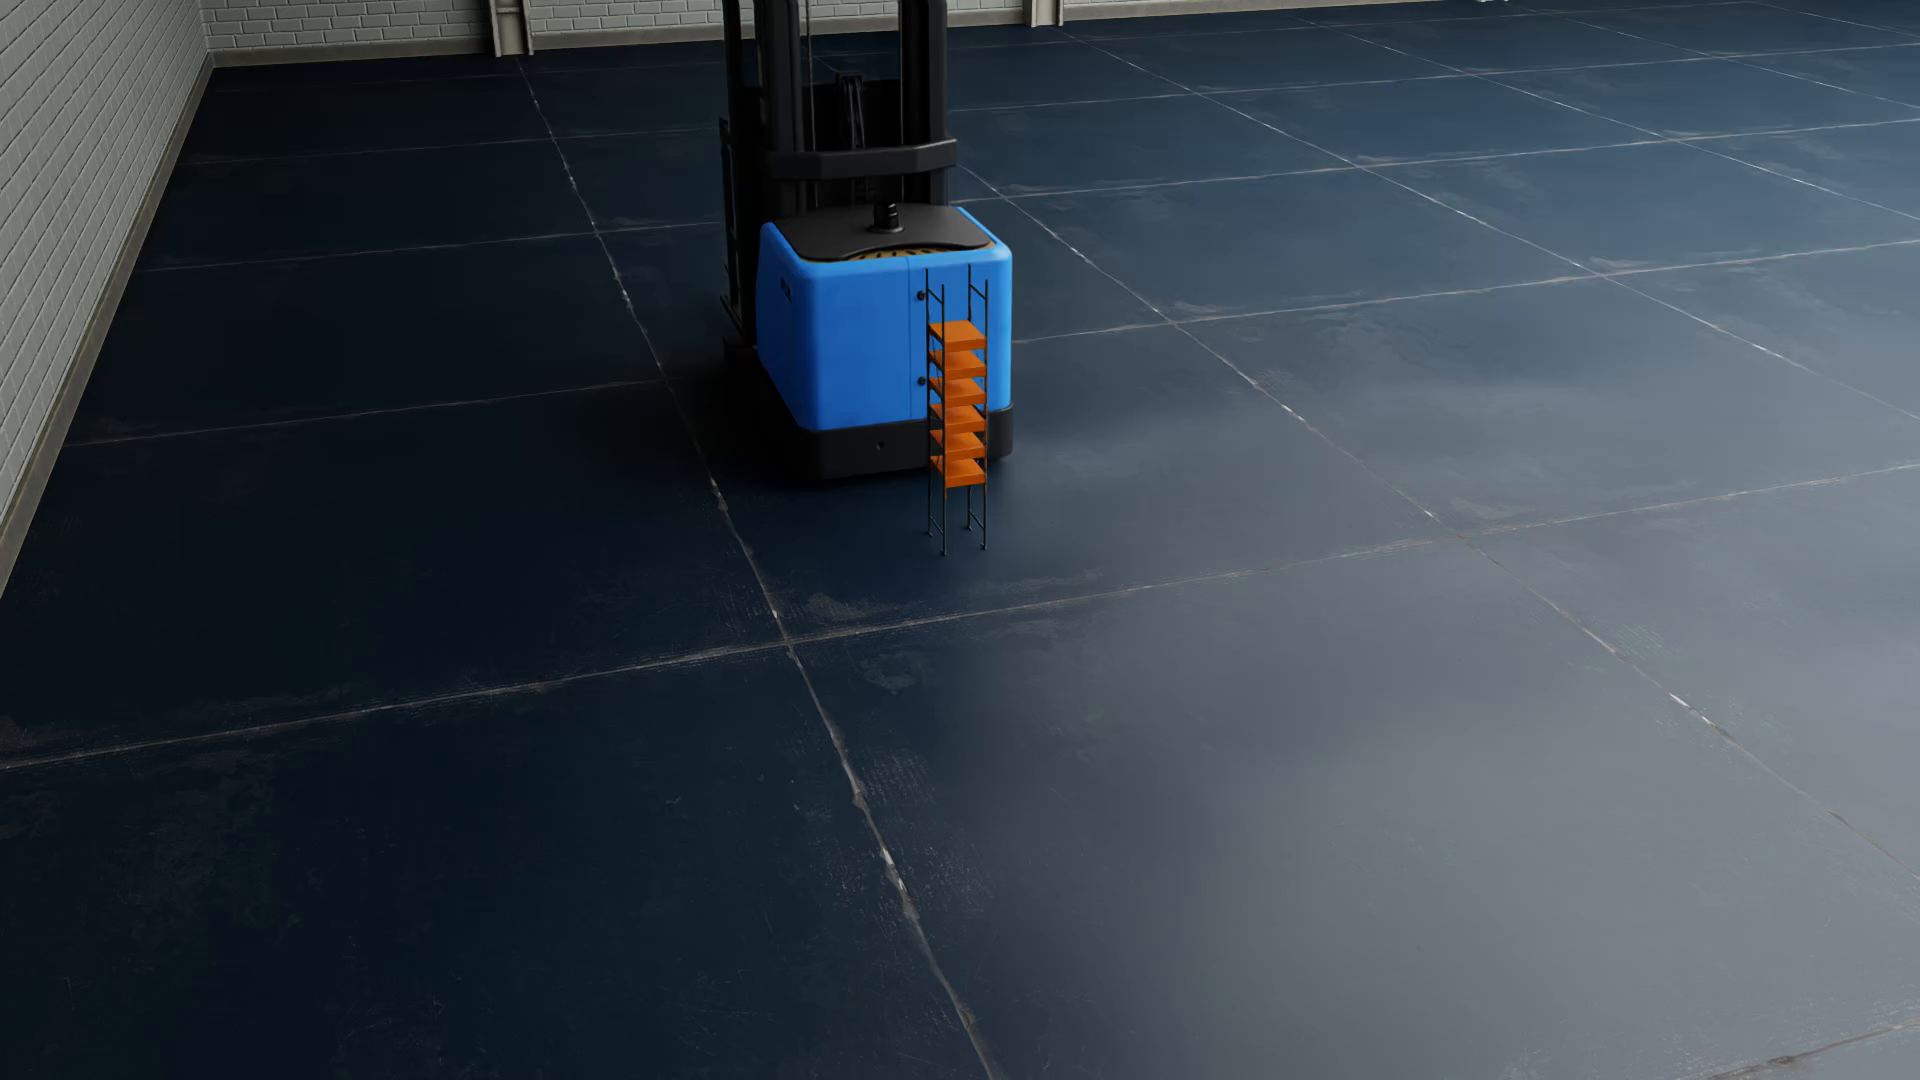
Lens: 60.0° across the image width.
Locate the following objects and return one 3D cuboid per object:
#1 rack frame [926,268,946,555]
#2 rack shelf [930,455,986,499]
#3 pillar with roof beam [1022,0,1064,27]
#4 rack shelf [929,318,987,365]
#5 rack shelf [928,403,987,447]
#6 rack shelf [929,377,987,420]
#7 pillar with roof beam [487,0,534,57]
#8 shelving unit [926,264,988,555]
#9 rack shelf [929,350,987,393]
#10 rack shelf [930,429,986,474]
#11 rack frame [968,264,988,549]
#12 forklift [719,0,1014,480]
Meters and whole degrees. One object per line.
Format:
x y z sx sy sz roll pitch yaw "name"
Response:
-0.101 -0.523 6.954 0.006 1.200 0.240 -8 28 -16 "rack frame"
-0.014 -0.281 7.106 0.180 0.103 0.258 -8 28 -16 "rack shelf"
2.294 -8.210 13.667 0.400 9.000 9.100 -8 28 -16 "pillar with roof beam"
-0.014 -0.818 6.839 0.180 0.103 0.258 -8 28 -16 "rack shelf"
-0.014 -0.496 6.999 0.180 0.103 0.258 -8 28 -16 "rack shelf"
-0.014 -0.603 6.946 0.180 0.103 0.258 -8 28 -16 "rack shelf"
-3.411 -7.384 12.003 0.400 9.000 9.100 -8 28 -16 "pillar with roof beam"
-0.014 -0.535 6.979 0.189 1.200 0.258 -8 28 -16 "shelving unit"
-0.014 -0.711 6.892 0.180 0.103 0.258 -8 28 -16 "rack shelf"
-0.014 -0.388 7.052 0.180 0.103 0.258 -8 28 -16 "rack shelf"
0.073 -0.548 7.005 0.006 1.200 0.240 -8 28 -16 "rack frame"
-0.669 -2.224 8.434 1.130 2.935 3.031 -8 27 -15 "forklift"
